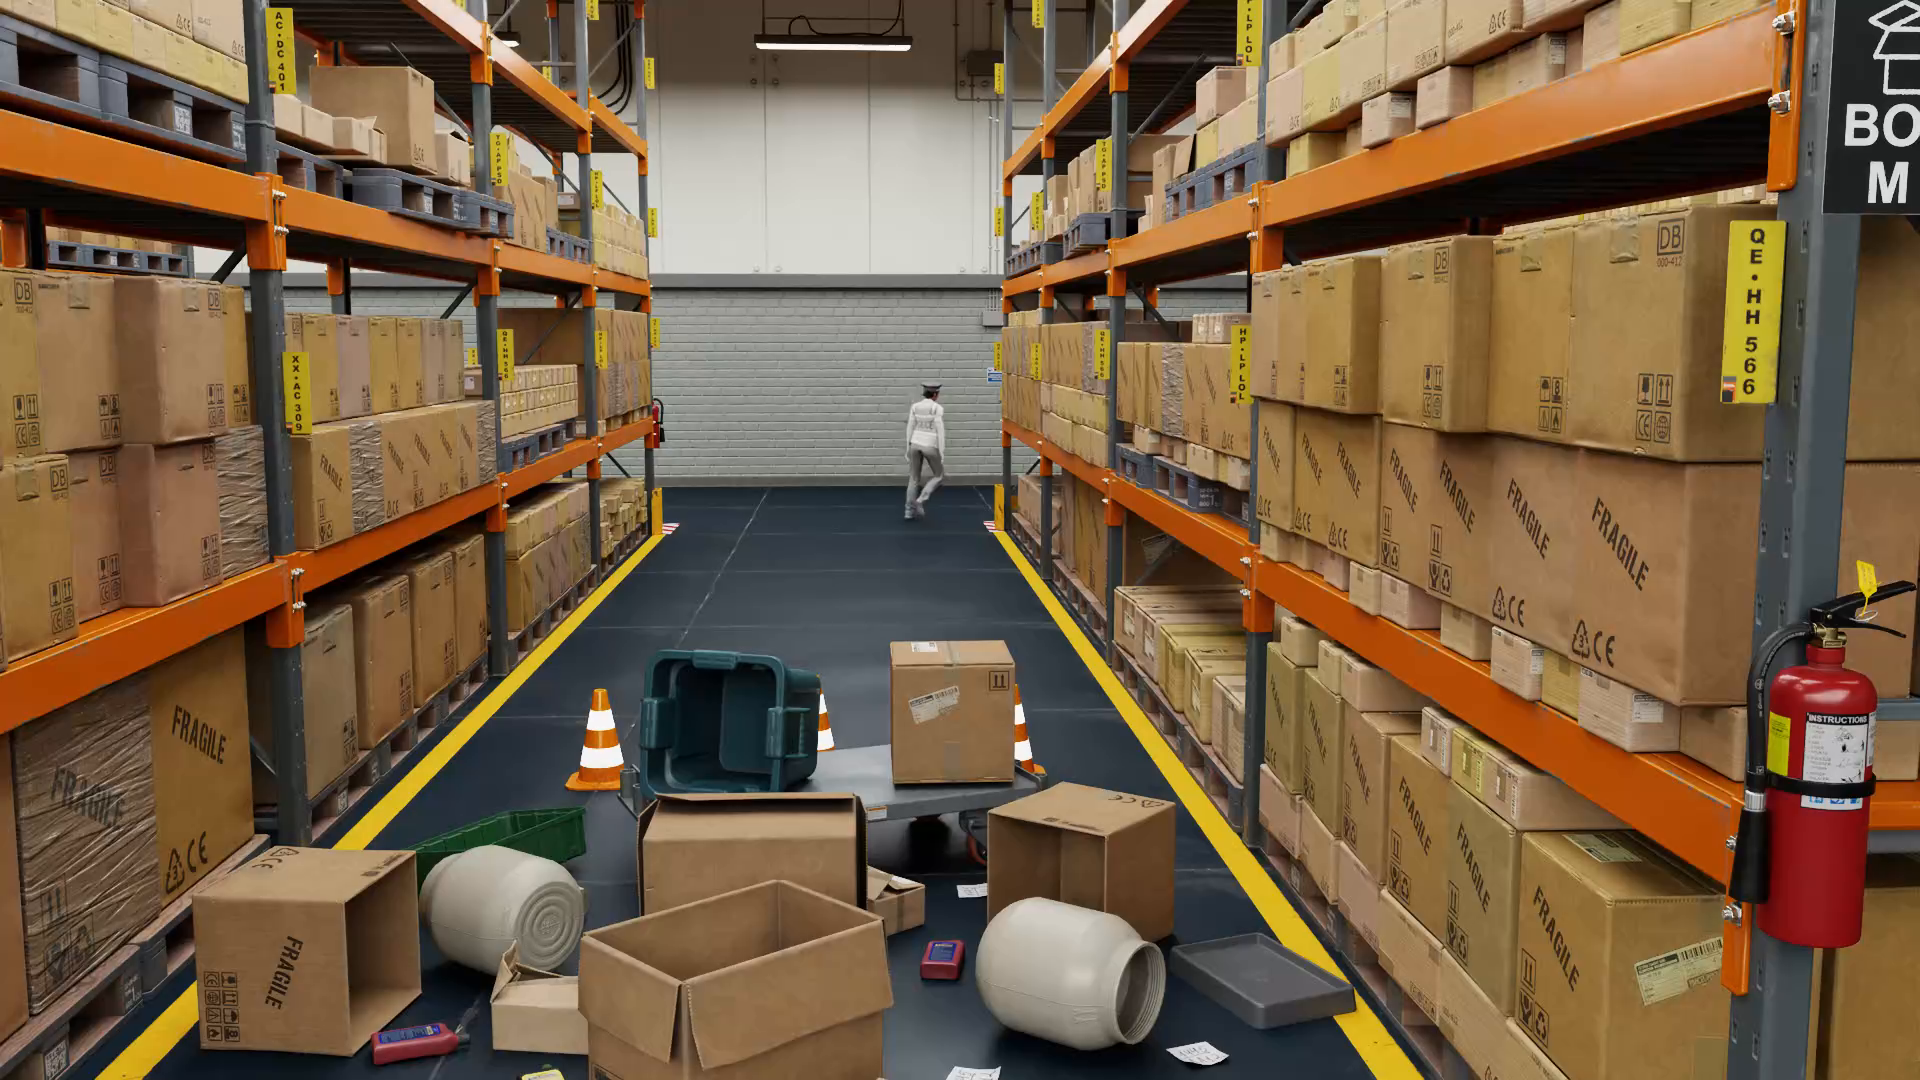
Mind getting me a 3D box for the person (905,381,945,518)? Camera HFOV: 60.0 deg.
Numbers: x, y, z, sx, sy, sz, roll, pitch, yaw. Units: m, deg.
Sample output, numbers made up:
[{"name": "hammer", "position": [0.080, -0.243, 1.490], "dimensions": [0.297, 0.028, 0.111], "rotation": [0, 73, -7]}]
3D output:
[{"name": "person", "position": [-0.412, -1.080, 19.936], "dimensions": [0.553, 1.644, 0.420], "rotation": [3, 7, 21]}]
